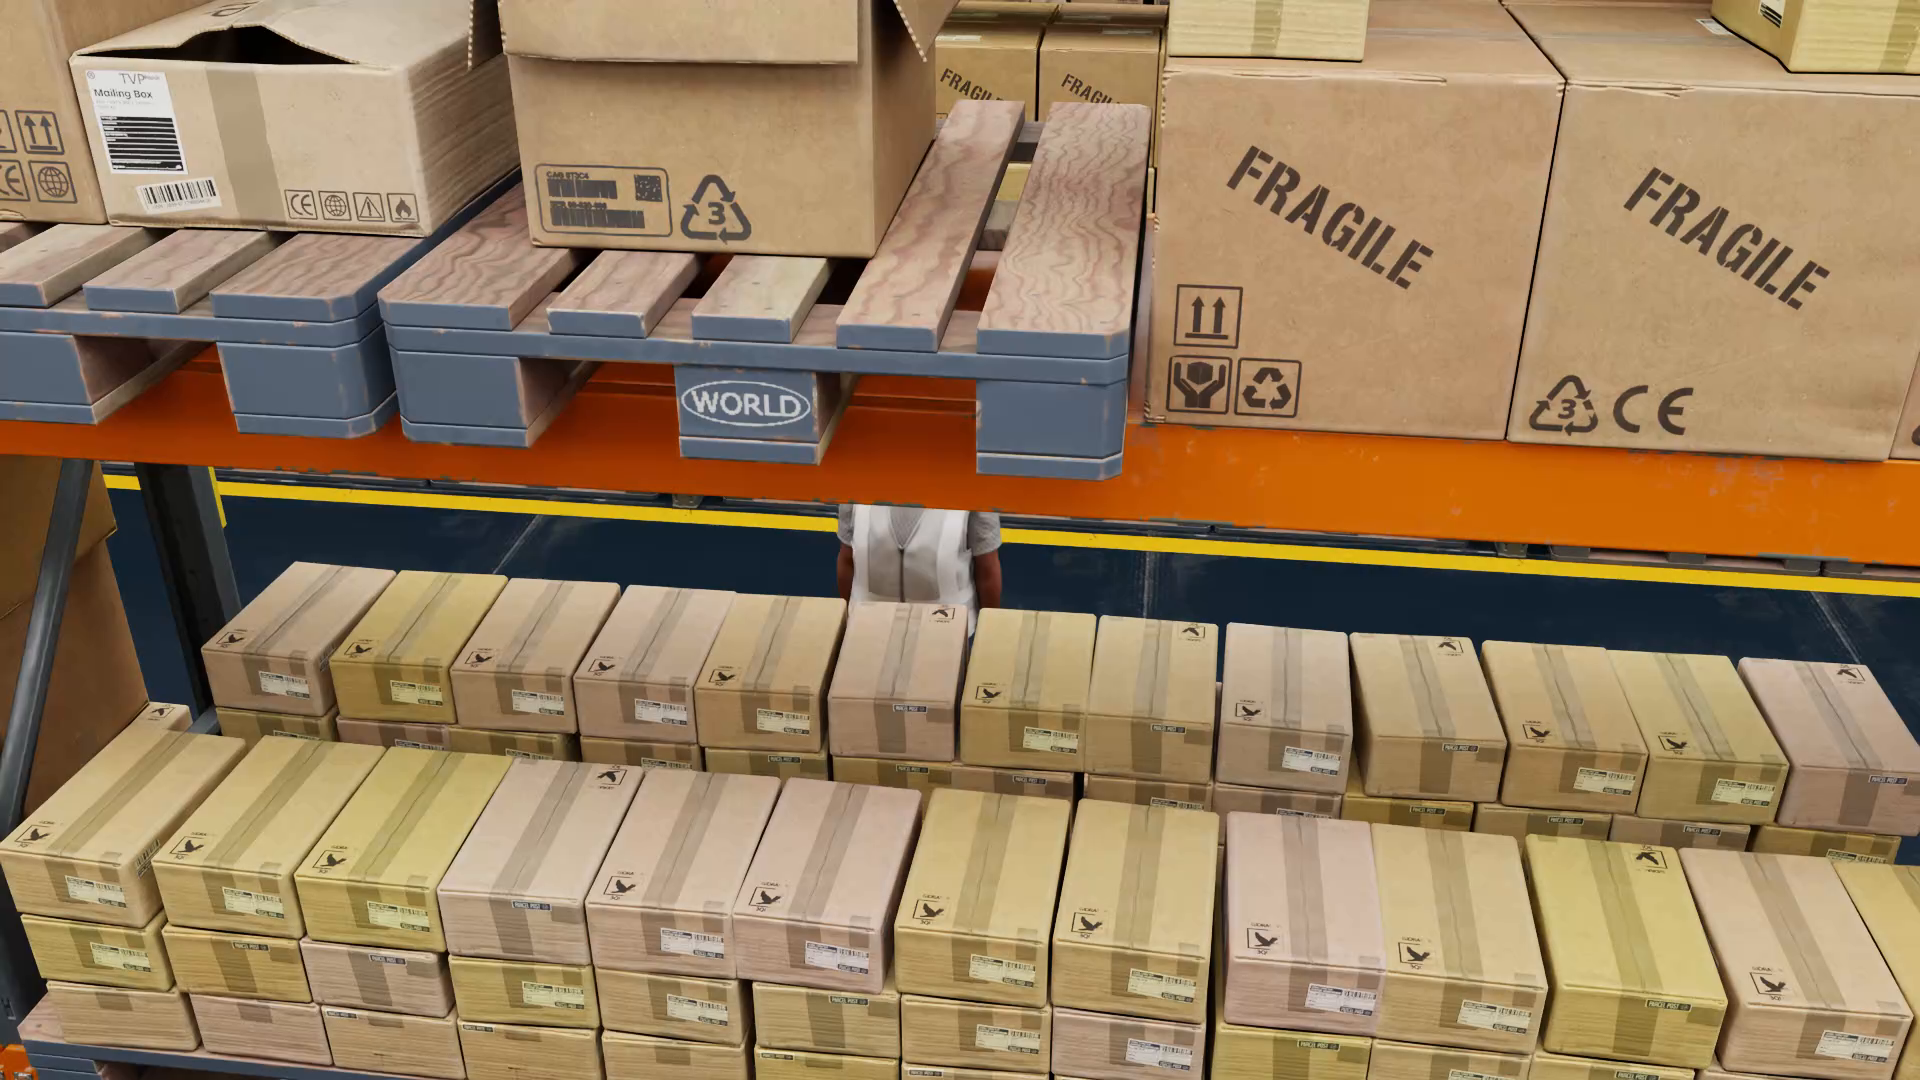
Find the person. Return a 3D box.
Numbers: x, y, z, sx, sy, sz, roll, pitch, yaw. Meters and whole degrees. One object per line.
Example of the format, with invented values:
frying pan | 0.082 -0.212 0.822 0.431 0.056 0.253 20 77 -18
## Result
person | -0.138 0.308 5.529 0.547 1.791 0.358 4 28 8
